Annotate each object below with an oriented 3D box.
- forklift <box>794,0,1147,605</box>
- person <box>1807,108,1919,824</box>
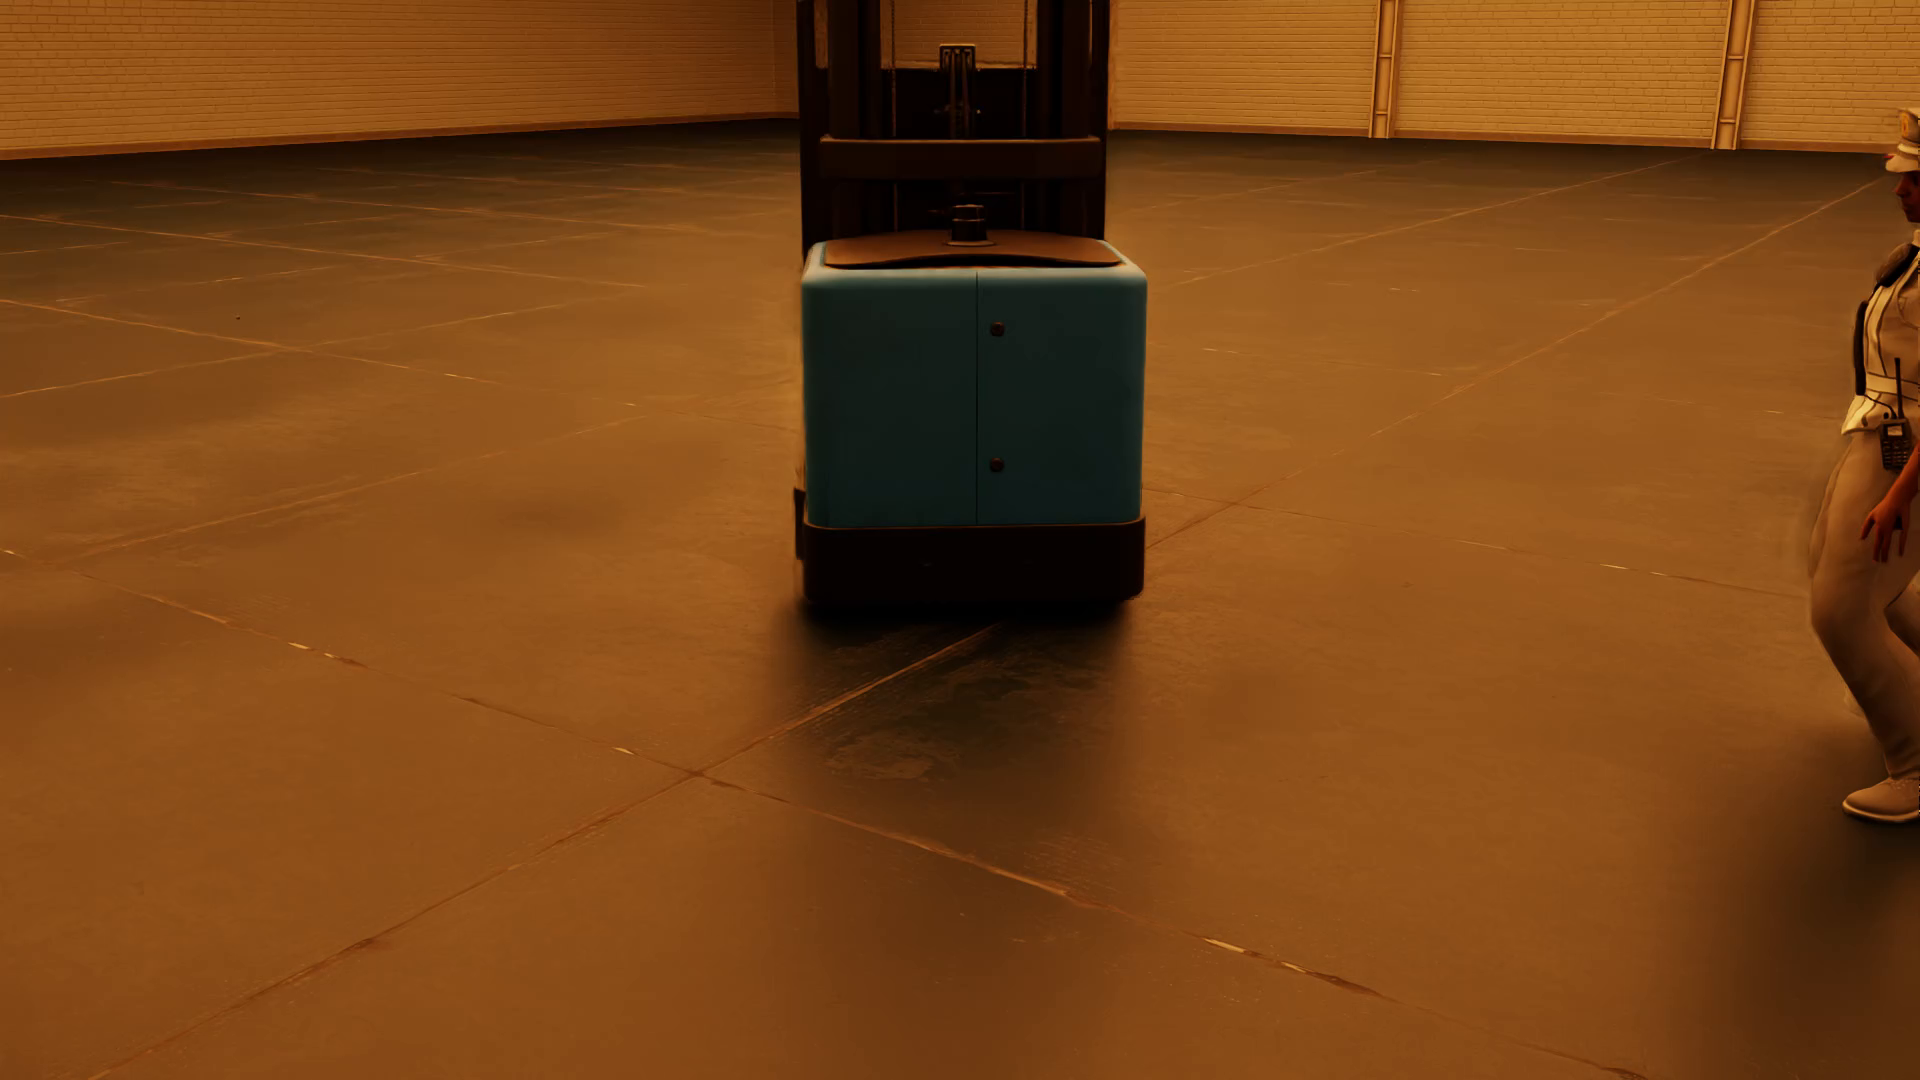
[{"bbox_3d":[-0.040,-1.579,6.113,1.130,2.935,3.031,-1,17,-3],"label":"forklift"},{"bbox_3d":[2.284,-0.206,3.906,0.469,1.583,0.812,10,19,30],"label":"person"}]
